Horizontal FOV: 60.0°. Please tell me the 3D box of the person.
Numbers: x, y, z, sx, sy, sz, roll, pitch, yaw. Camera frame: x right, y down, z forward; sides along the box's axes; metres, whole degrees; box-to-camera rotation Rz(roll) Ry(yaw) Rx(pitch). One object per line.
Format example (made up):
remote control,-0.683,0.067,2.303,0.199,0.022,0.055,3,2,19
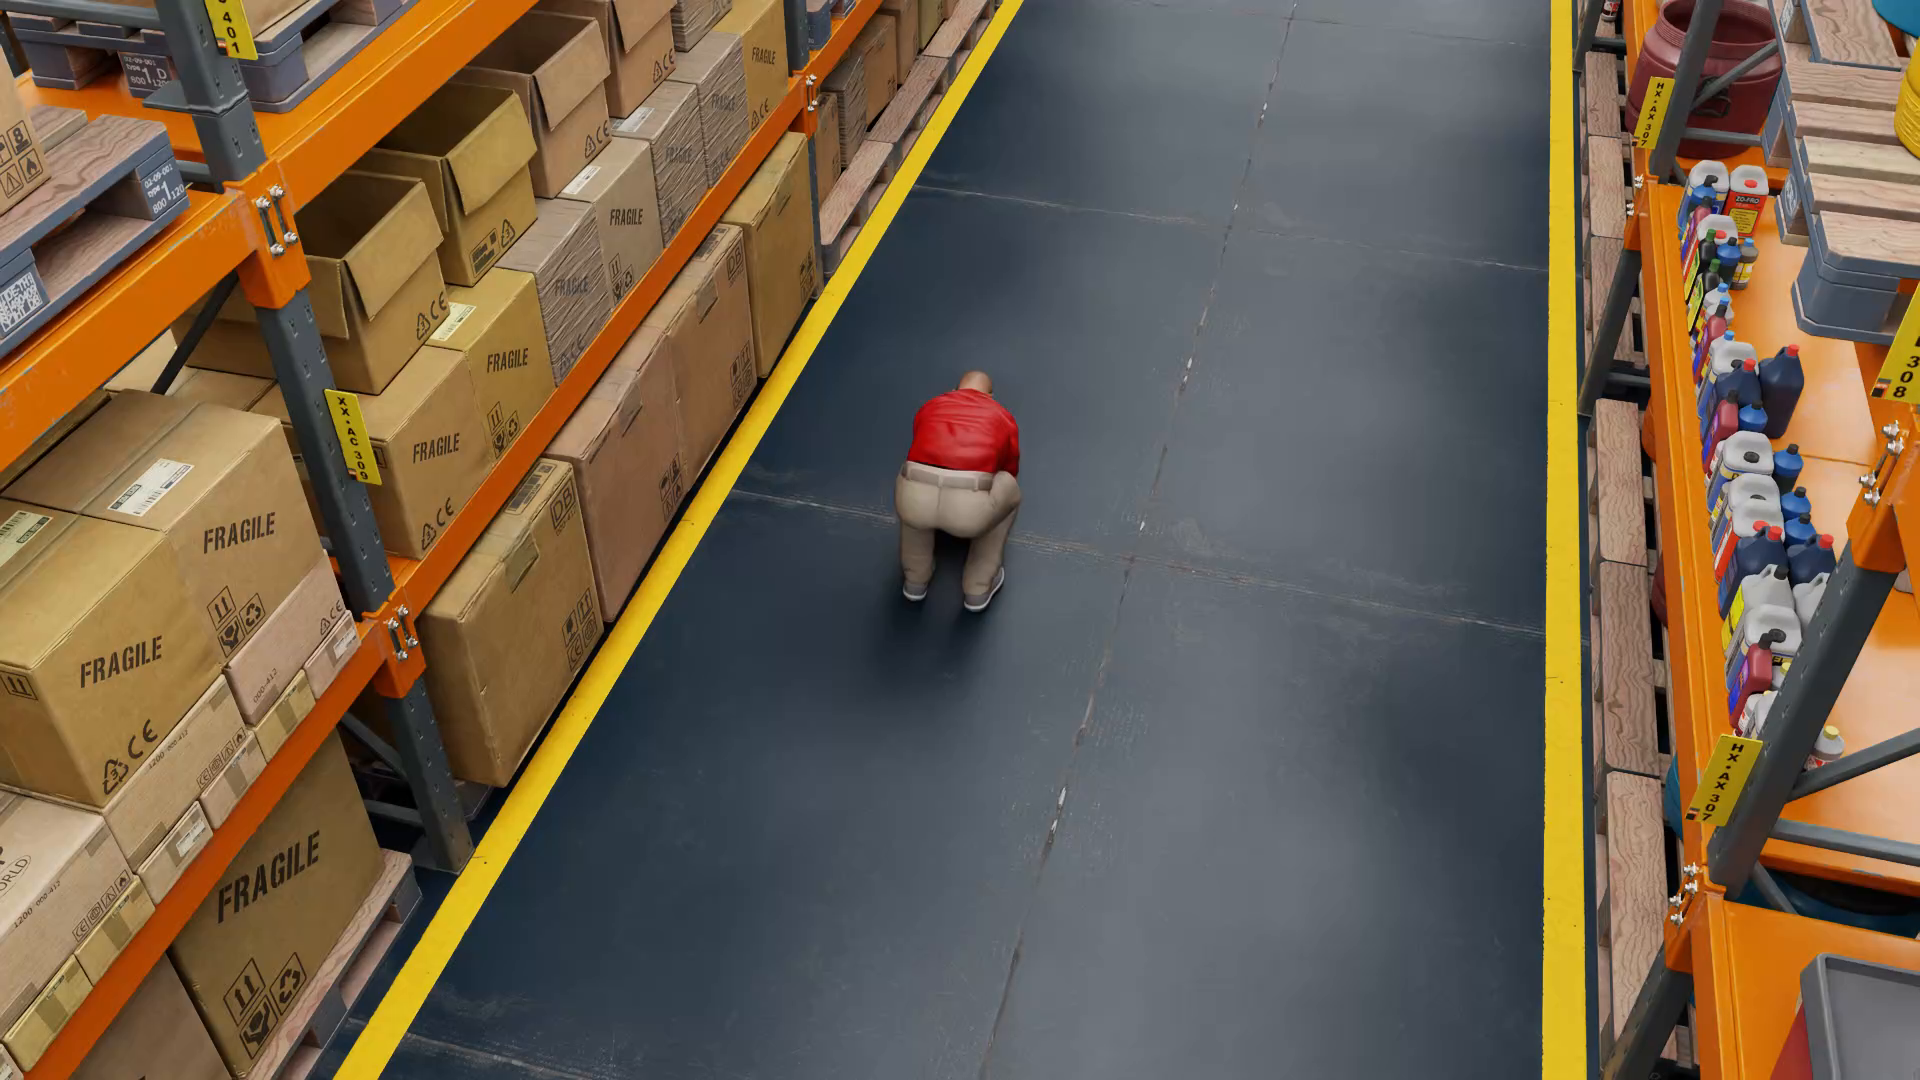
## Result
person,-0.003,-0.218,7.126,0.541,0.848,0.956,9,41,10
